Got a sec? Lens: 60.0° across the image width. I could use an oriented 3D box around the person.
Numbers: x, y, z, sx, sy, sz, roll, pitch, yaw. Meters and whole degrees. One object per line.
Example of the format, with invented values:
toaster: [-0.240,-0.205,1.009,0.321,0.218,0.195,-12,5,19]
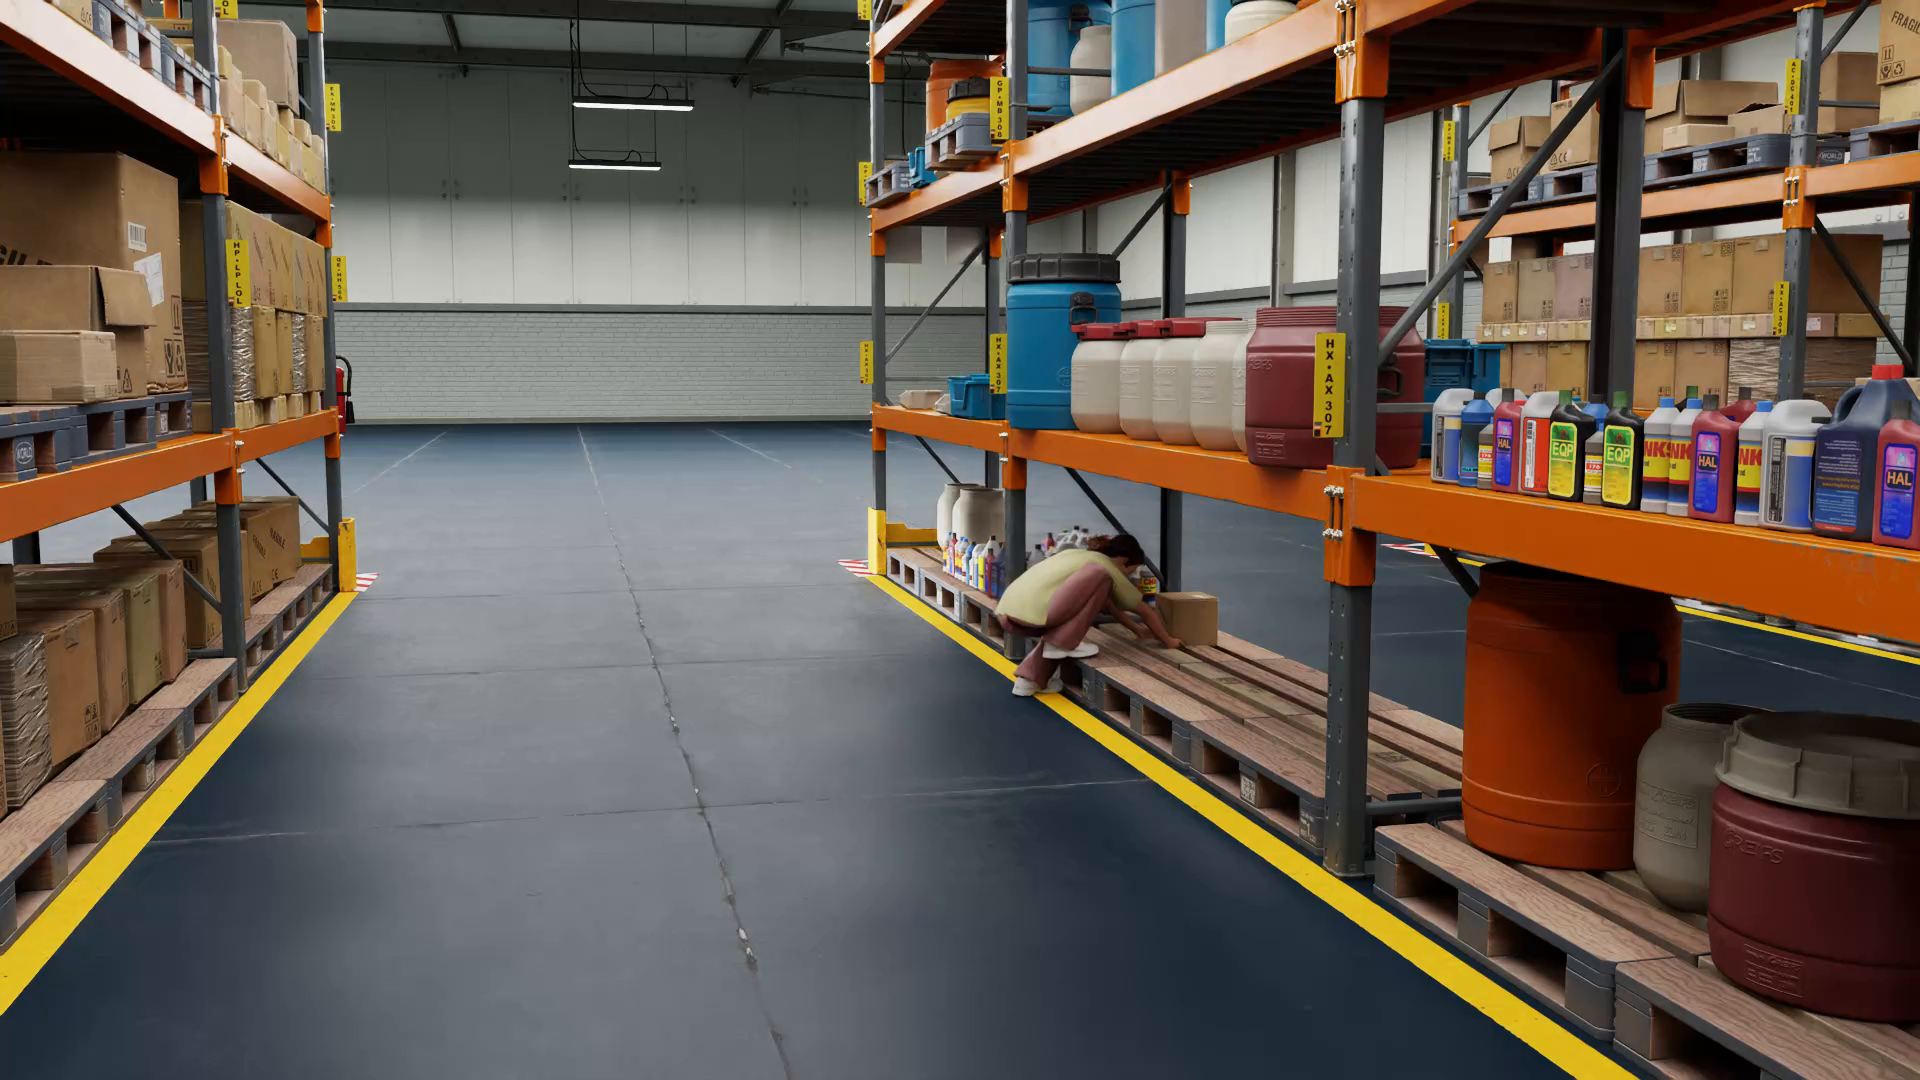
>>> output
person: [0.655,0.369,8.316,1.035,0.800,0.469,-4,7,-29]
